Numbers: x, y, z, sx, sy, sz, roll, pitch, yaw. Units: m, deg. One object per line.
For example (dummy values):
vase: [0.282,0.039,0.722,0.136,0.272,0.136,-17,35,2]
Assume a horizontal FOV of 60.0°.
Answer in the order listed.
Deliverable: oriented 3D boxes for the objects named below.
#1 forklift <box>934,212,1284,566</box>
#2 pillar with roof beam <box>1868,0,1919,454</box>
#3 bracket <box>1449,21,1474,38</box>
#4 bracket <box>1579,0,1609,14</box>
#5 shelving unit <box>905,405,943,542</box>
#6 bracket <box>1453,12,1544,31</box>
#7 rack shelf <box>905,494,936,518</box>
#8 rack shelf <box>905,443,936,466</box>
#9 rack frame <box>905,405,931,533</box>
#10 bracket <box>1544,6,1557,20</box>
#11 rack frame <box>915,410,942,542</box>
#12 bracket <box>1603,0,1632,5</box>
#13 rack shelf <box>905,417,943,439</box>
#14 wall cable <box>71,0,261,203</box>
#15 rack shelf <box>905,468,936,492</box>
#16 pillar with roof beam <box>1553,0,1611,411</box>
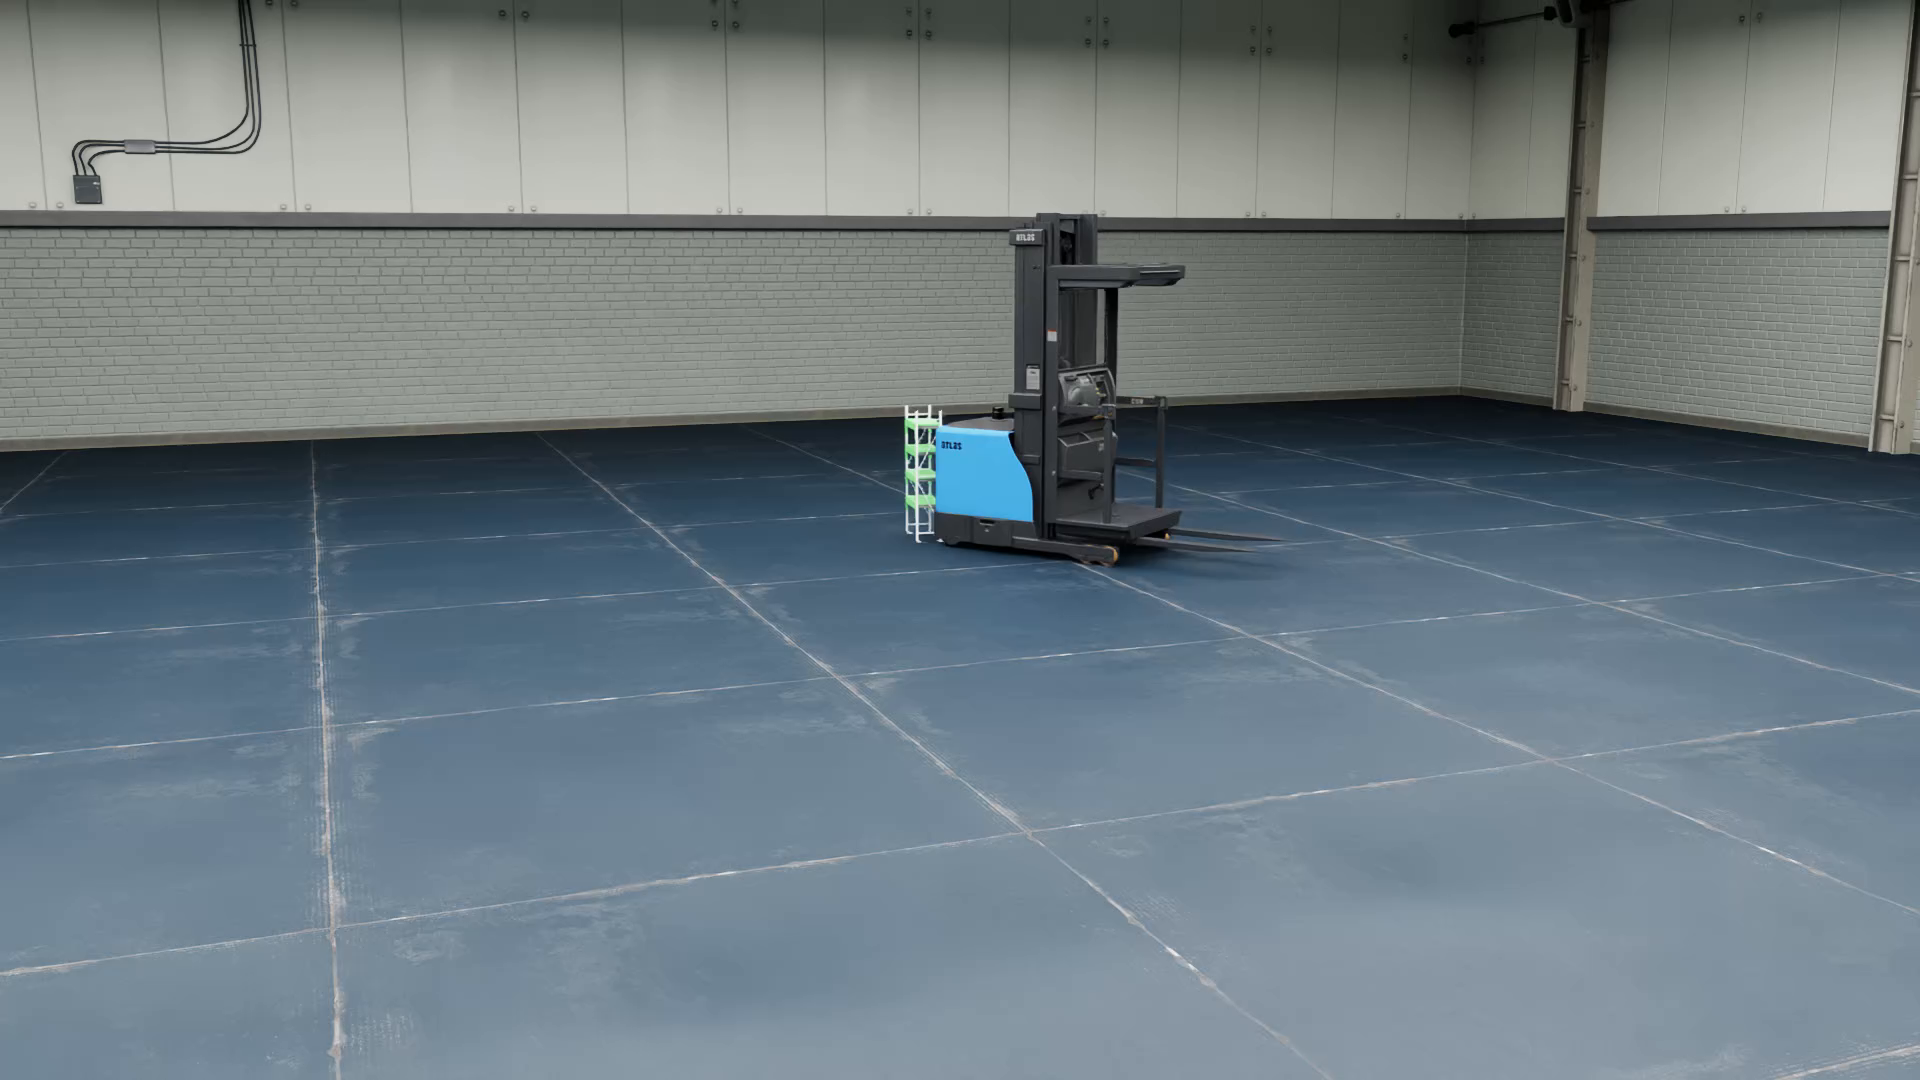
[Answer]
forklift: [1.282,-1.327,14.342,3.031,2.935,1.130,6,12,32]
pillar with roof beam: [8.118,-5.305,19.378,9.100,9.000,0.400,-4,11,-21]
bracket: [8.616,-8.762,28.533,0.235,0.232,0.430,-4,11,-21]
bracket: [9.775,-8.239,25.597,0.235,0.232,0.430,-4,11,-21]
shelving unit: [-0.336,-0.617,15.294,0.258,1.200,0.503,-2,10,-12]
bracket: [8.830,-8.665,27.991,0.076,0.066,3.189,-4,11,-21]
rack shelf: [-0.336,-0.318,15.348,0.258,0.148,0.480,-2,10,-12]
rack shelf: [-0.336,-0.791,15.263,0.258,0.148,0.480,-2,10,-12]
rack frame: [-0.389,-0.659,15.529,0.240,1.200,0.015,-2,10,-12]
bracket: [9.475,-8.375,26.358,0.235,0.232,0.430,-4,11,-21]
rack frame: [-0.282,-0.576,15.060,0.240,1.200,0.015,-2,10,-12]
bracket: [10.709,-7.819,23.232,0.076,0.066,4.783,-4,11,-21]
rack shelf: [-0.336,-1.027,15.221,0.258,0.148,0.480,-2,10,-12]
wall cable: [-10.384,-7.397,21.431,2.305,6.003,0.169,-4,11,-21]
rack shelf: [-0.336,-0.554,15.305,0.258,0.148,0.480,-2,10,-12]
pillar with roof beam: [5.943,-6.284,24.884,9.100,9.000,0.548,-4,11,-21]
